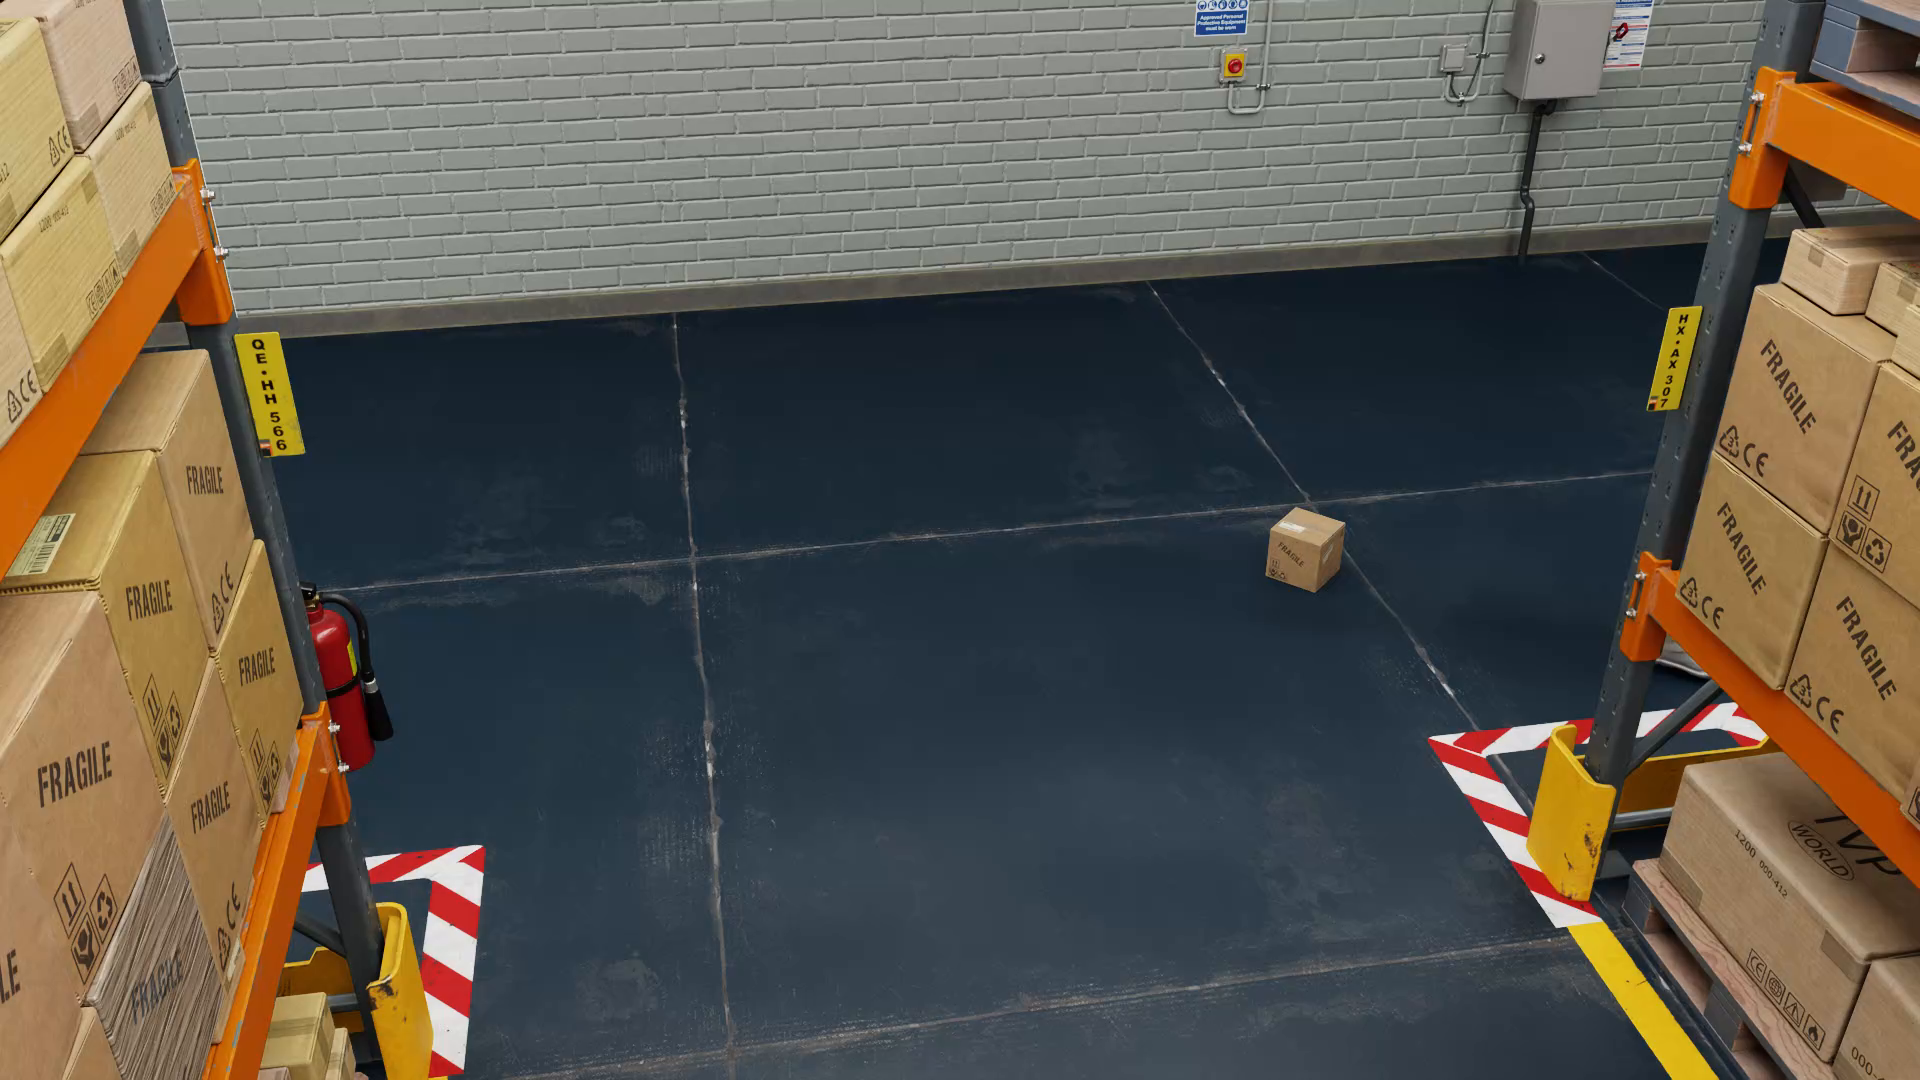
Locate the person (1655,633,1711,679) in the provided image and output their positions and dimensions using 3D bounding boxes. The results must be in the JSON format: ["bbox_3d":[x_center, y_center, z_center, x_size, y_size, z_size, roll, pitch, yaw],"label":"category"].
[{"bbox_3d":[3.242,-0.186,6.451,0.771,1.817,0.573,9,32,15],"label":"person"}]
